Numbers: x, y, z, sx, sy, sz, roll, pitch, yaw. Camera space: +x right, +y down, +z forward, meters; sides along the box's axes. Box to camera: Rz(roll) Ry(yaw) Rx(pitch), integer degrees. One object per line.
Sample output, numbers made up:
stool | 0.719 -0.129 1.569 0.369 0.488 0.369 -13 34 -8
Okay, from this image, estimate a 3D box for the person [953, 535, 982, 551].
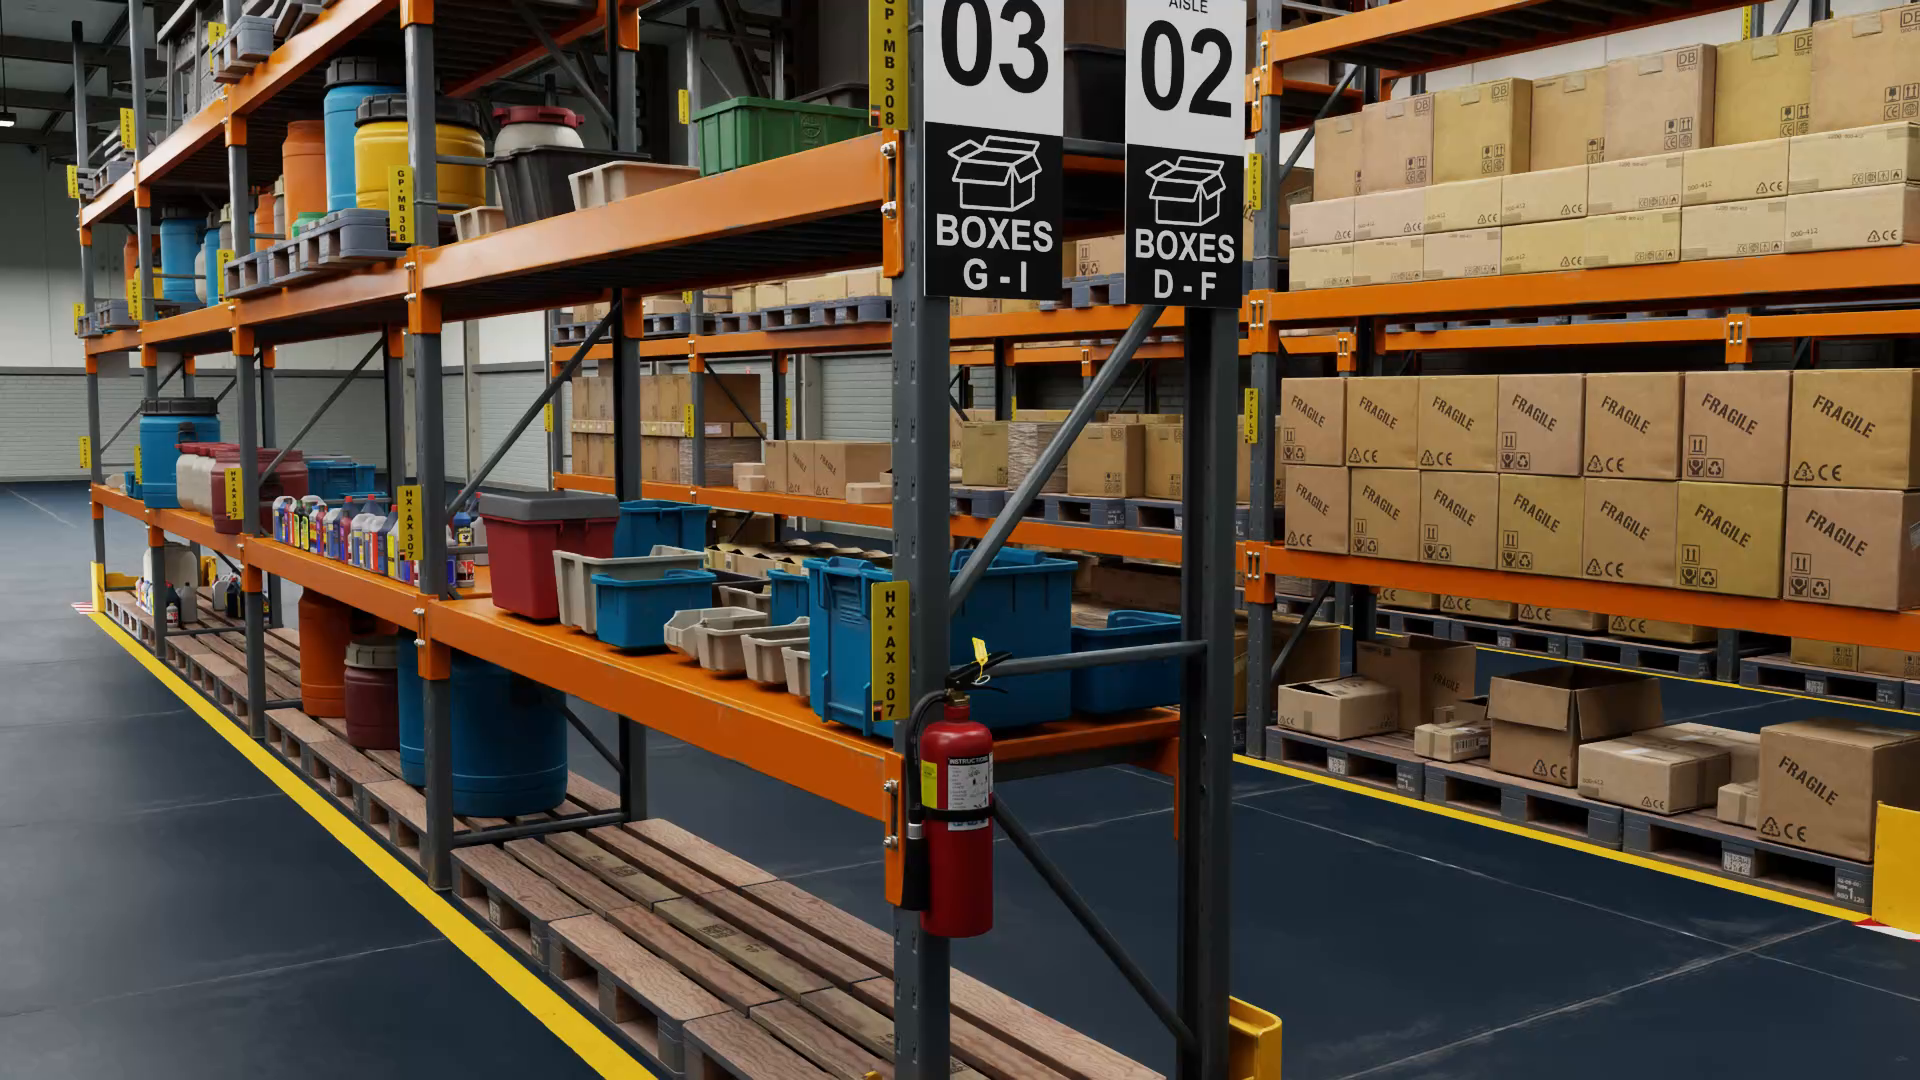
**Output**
person | 0.098 -0.023 16.355 0.579 1.677 0.322 -1 5 -16
